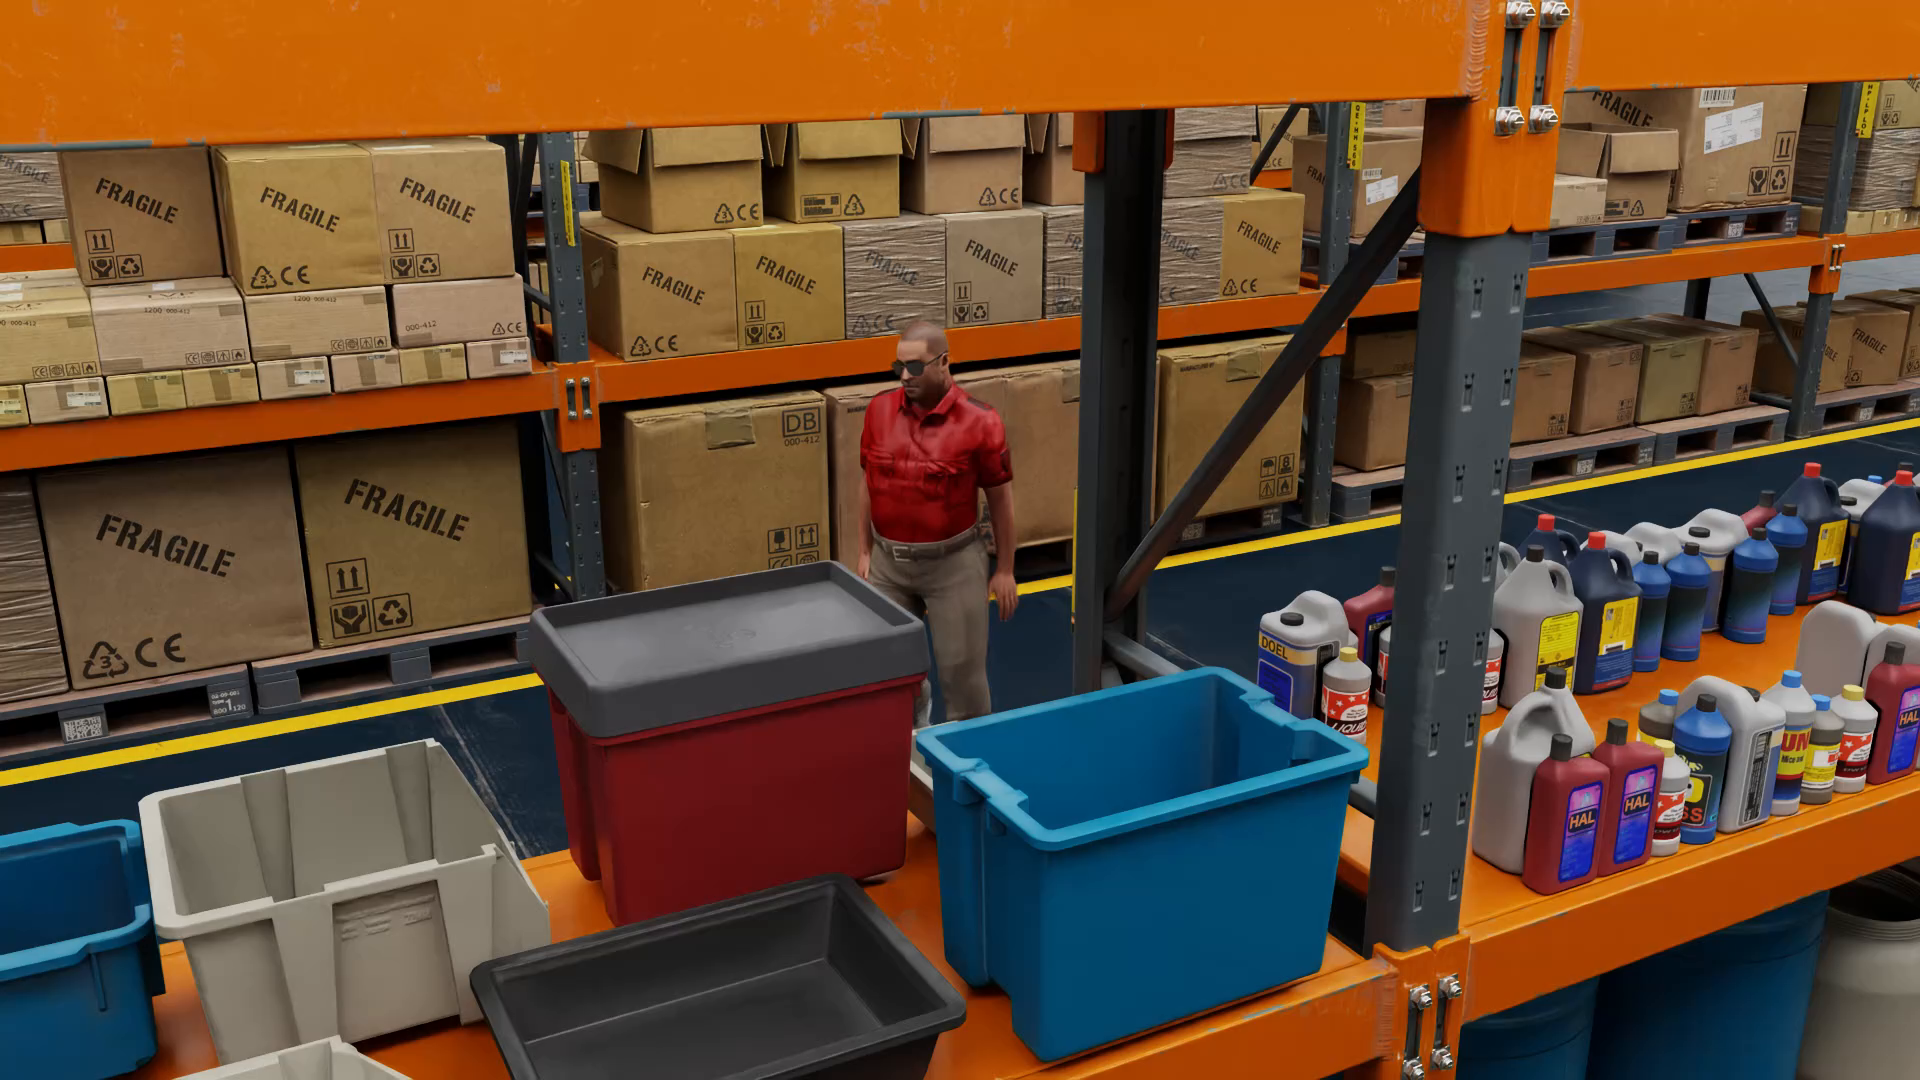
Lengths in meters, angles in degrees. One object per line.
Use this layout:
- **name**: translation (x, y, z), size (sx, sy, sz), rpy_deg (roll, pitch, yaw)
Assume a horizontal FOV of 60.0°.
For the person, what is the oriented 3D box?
- **person**: translation (-0.078, 0.084, 5.780), size (0.585, 1.719, 0.609), rpy_deg (8, 20, 22)
